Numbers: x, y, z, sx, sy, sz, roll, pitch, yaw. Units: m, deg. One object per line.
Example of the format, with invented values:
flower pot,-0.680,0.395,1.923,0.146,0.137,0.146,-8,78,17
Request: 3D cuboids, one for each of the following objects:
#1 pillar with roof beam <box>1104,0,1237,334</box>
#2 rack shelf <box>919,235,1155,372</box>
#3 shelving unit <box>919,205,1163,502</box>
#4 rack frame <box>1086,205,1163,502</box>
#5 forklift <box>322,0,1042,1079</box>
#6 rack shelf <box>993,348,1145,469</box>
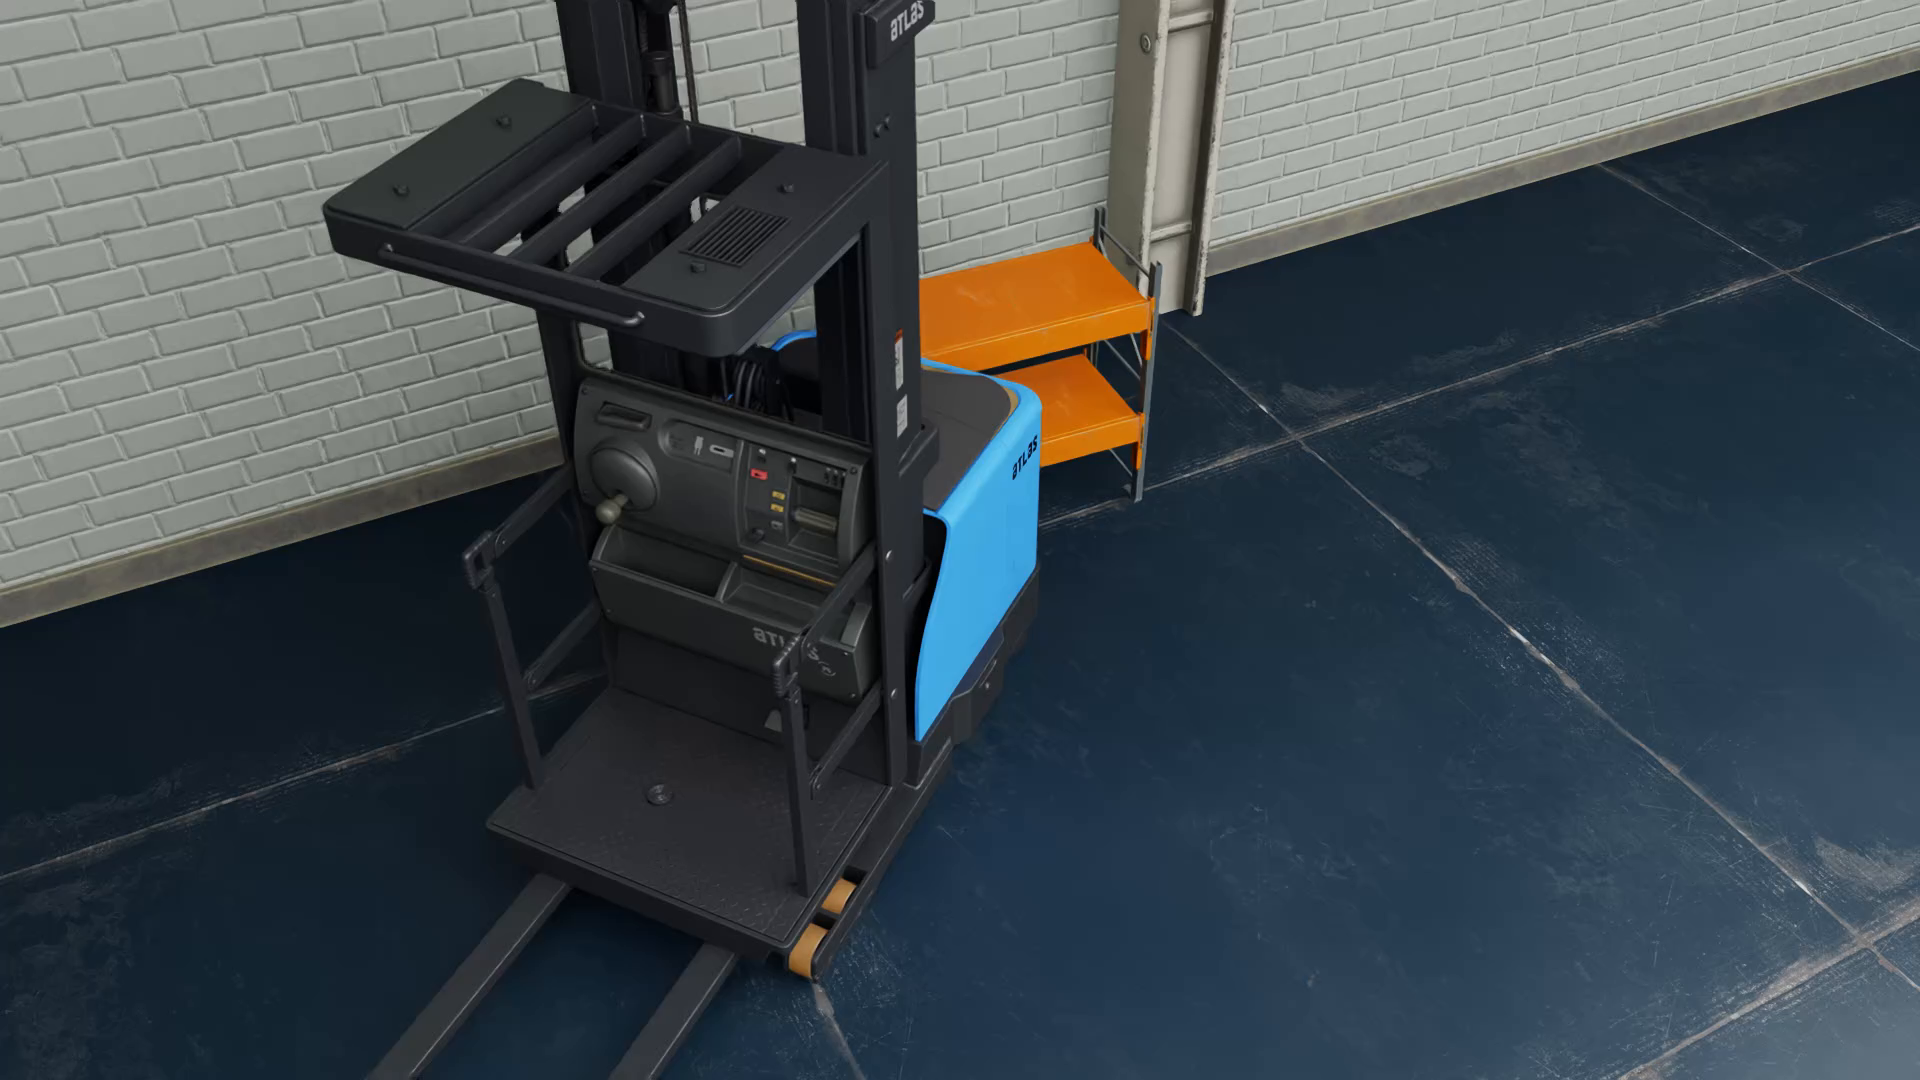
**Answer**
pillar with roof beam,2.917,-2.092,2.257,0.400,9.000,9.100,-19,44,-21
rack shelf,0.180,-0.834,6.411,1.000,0.278,0.538,-16,43,-18
shelving unit,0.180,-0.610,6.600,1.048,1.125,0.538,-16,43,-18
rack frame,0.646,-0.741,6.755,0.032,1.125,0.500,-16,43,-18
forklift,-0.788,-0.091,4.589,1.130,2.935,3.031,17,43,19
rack shelf,0.180,-0.424,6.758,1.000,0.278,0.538,-16,43,-18
